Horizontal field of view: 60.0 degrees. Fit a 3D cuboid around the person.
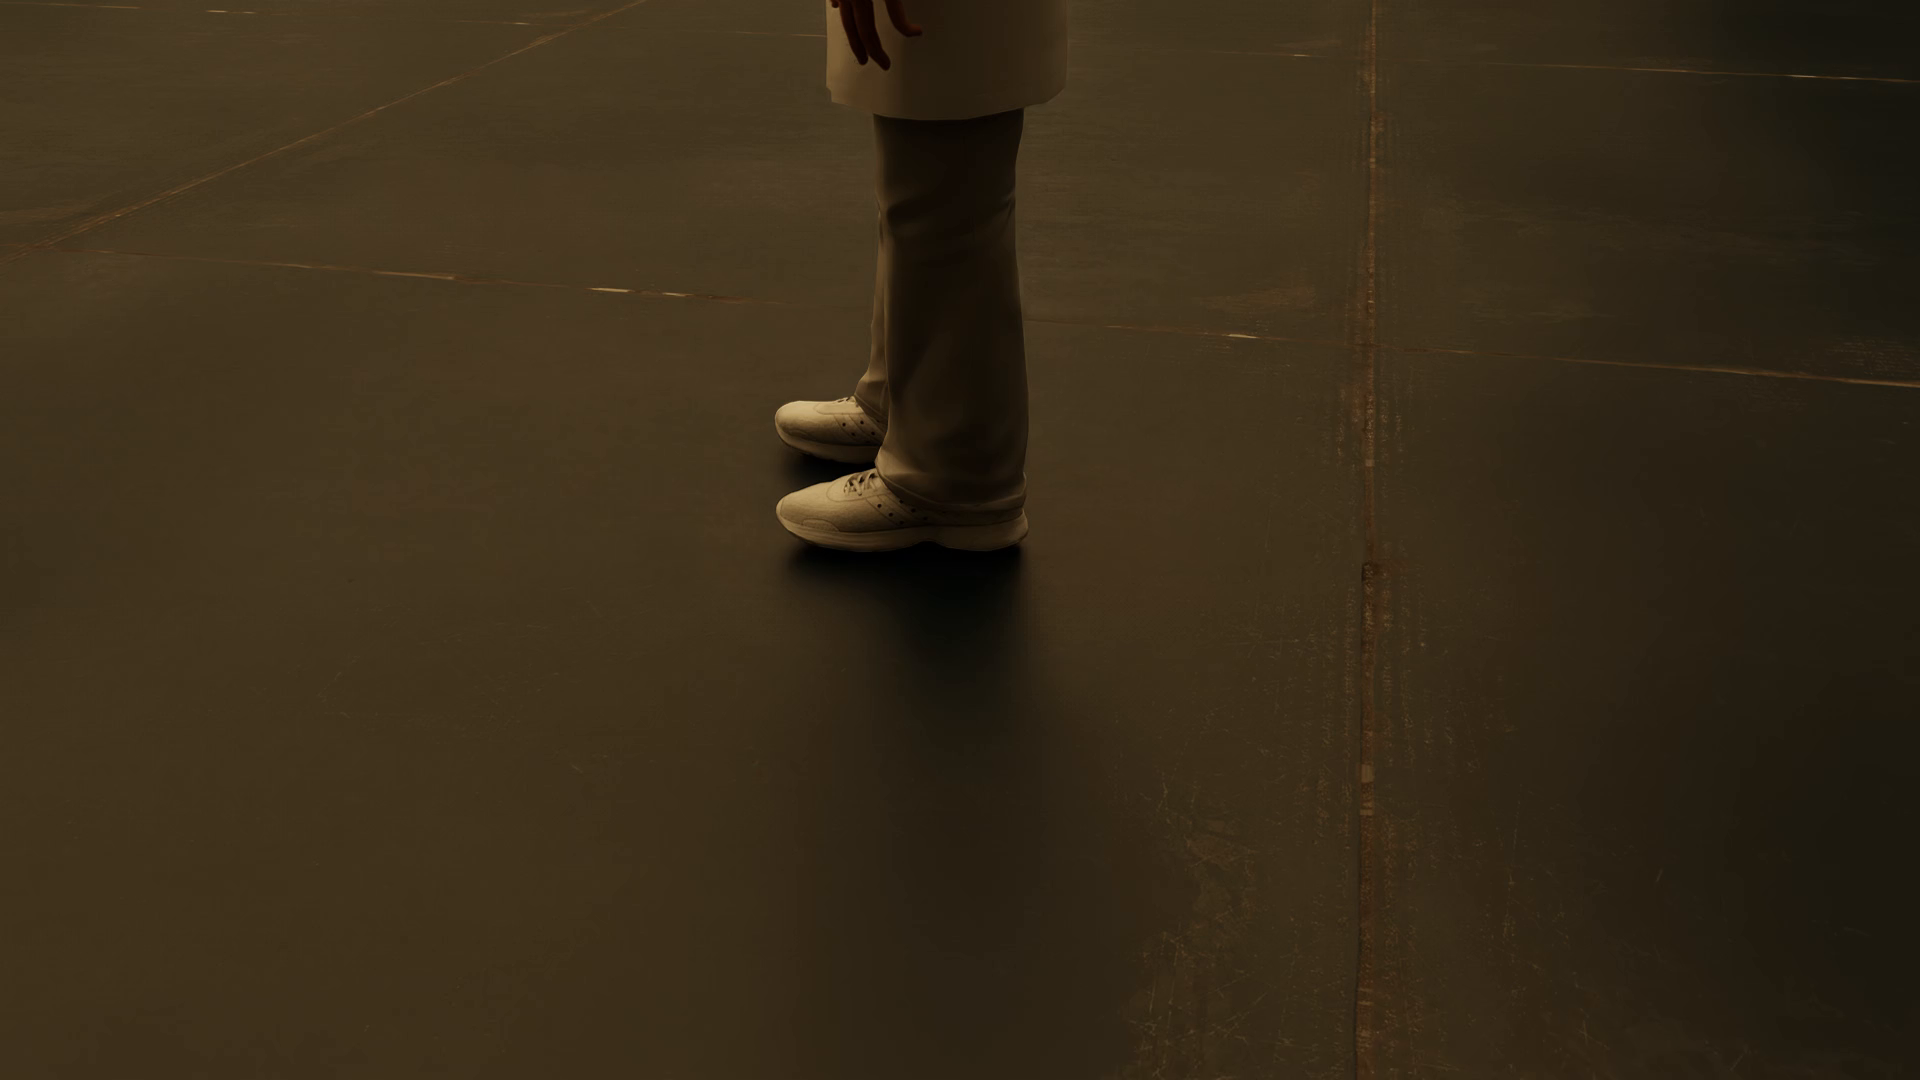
[{"bbox_3d":[-0.088,-0.811,2.118,0.578,1.777,0.698,6,27,11],"label":"person"}]
